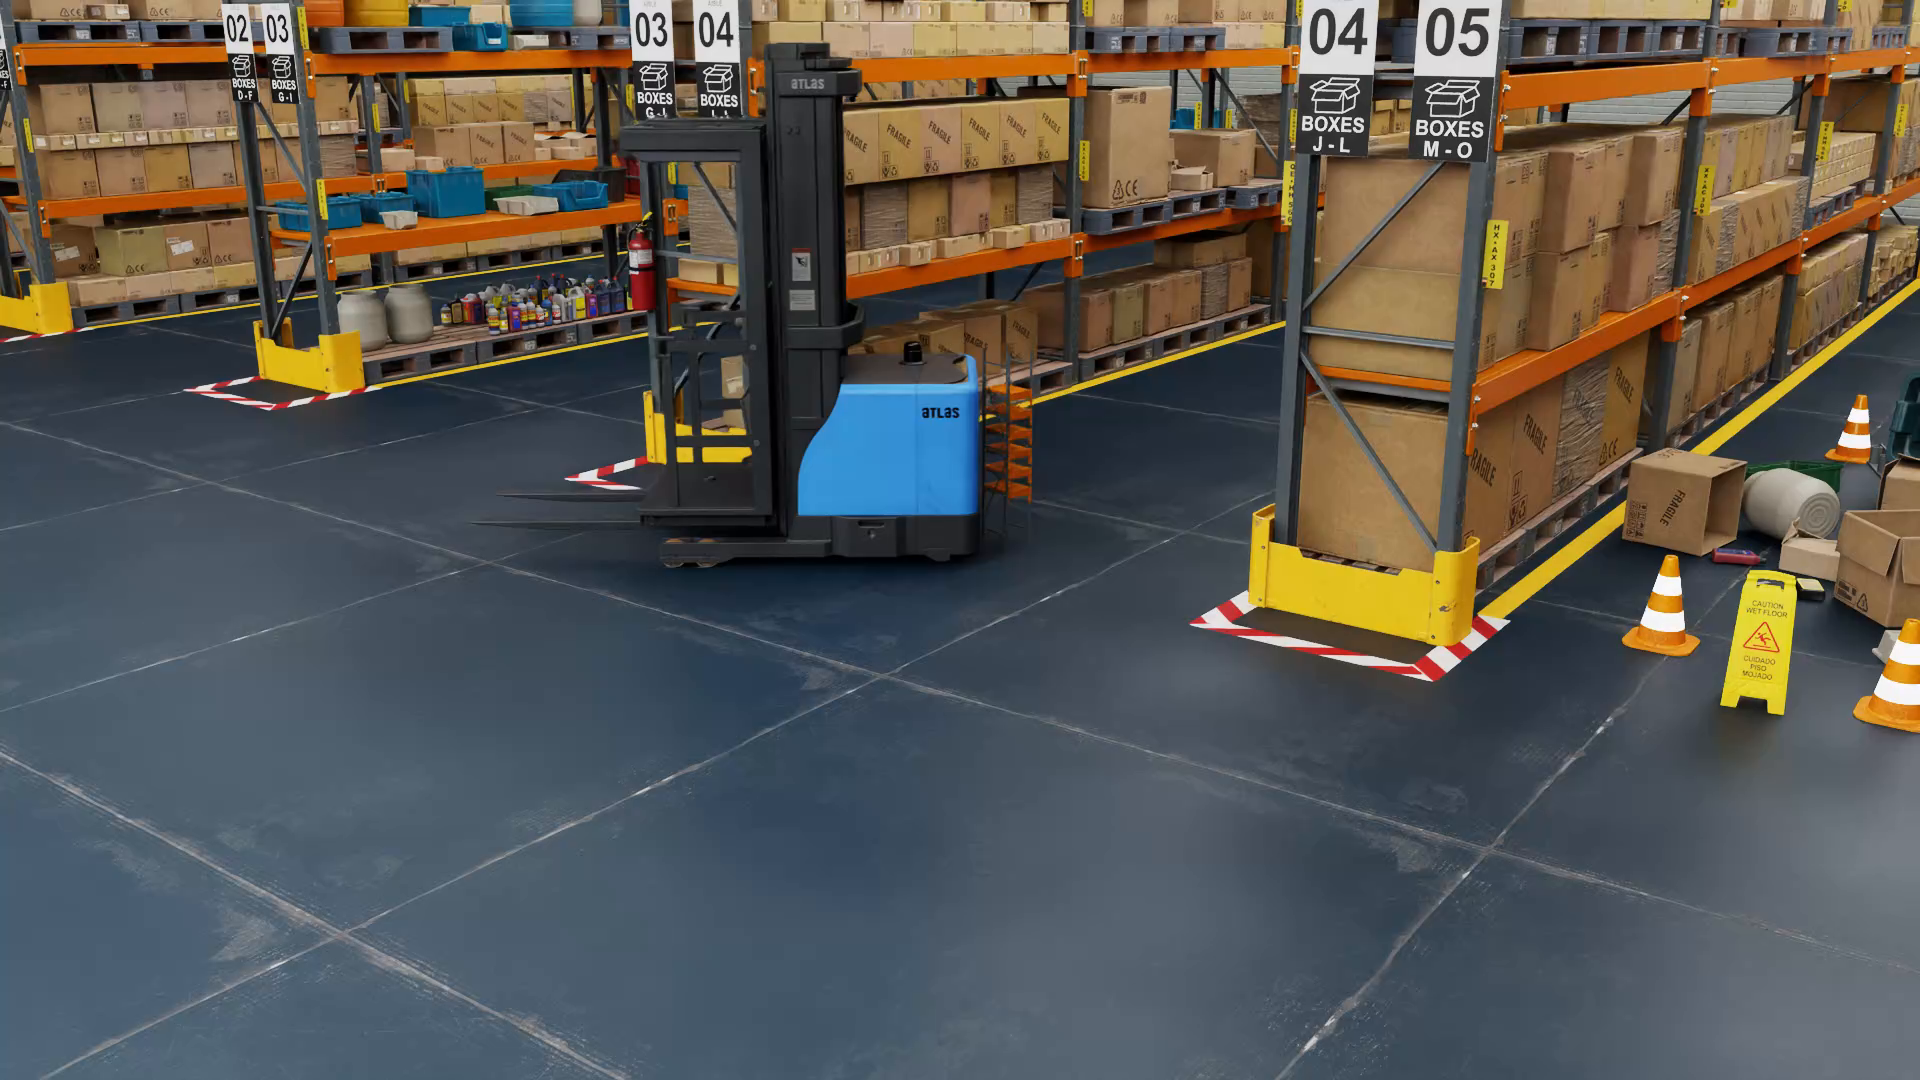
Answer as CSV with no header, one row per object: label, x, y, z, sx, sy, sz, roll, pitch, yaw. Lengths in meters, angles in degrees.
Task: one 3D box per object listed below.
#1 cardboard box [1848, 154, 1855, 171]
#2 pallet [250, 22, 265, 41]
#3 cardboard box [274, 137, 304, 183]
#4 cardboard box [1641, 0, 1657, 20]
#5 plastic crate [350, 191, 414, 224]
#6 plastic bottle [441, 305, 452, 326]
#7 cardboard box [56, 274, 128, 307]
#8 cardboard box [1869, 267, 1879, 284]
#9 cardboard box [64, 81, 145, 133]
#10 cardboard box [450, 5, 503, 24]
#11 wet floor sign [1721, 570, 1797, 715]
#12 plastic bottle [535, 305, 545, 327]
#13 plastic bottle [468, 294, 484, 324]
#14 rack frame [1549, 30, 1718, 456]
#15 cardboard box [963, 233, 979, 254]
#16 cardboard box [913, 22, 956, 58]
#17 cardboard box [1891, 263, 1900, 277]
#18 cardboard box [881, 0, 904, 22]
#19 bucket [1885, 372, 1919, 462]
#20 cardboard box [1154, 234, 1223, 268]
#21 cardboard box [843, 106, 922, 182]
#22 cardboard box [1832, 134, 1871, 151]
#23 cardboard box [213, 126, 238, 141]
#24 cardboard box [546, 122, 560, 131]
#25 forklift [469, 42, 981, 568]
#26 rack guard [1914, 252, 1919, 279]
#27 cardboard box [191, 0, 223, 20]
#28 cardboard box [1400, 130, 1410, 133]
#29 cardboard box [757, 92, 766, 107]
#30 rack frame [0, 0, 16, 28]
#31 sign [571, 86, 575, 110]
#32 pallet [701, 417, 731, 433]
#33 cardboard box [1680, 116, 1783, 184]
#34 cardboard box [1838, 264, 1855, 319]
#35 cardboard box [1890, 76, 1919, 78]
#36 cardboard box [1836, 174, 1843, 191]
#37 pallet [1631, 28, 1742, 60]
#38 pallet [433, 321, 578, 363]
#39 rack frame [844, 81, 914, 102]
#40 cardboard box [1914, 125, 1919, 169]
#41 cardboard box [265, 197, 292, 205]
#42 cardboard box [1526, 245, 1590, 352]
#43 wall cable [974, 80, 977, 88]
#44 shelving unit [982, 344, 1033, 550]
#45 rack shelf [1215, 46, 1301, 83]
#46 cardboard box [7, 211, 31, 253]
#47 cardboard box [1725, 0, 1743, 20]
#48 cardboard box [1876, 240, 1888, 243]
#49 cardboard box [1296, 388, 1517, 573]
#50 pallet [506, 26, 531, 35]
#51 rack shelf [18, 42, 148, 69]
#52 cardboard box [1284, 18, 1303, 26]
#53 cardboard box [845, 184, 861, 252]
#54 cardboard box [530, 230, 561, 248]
cardboard box,8.595,-3.732,16.417,0.380,0.149,0.250,11,20,32
pallet,-7.836,-5.817,19.010,1.003,0.211,1.213,12,21,35
cardboard box,-7.917,-4.449,19.343,0.700,0.500,0.500,12,21,34
cardboard box,3.811,-3.097,9.647,0.380,0.149,0.250,12,21,34
plastic crate,-5.306,-3.060,15.292,0.499,0.251,0.408,12,21,35
plastic bottle,-5.014,-2.194,16.229,0.097,0.201,0.097,0,17,0
cardboard box,-9.233,-2.658,17.673,0.500,0.250,0.500,12,21,35
cardboard box,9.768,-2.899,18.119,0.380,0.149,0.250,14,22,37
cardboard box,-9.103,-4.597,17.633,0.700,0.500,0.500,12,21,33
cardboard box,-6.160,-6.641,21.057,0.500,0.250,0.500,10,20,30
wet floor sign,3.718,0.451,7.703,0.267,0.644,0.232,8,19,25
plastic bottle,-4.102,-2.185,16.199,0.097,0.201,0.097,0,17,0
plastic bottle,-4.756,-2.270,16.334,0.061,0.283,0.133,12,21,35
rack frame,4.528,-1.983,11.570,1.000,3.000,0.127,12,21,35
cardboard box,-0.071,-2.371,13.245,0.380,0.149,0.250,12,21,35
cardboard box,-0.377,-3.727,12.381,0.500,0.250,0.500,13,22,36
cardboard box,10.817,-3.196,19.578,0.380,0.149,0.250,13,21,36
cardboard box,-0.626,-3.810,11.979,0.380,0.149,0.250,11,21,32
bucket,6.299,-0.705,10.414,0.620,0.611,0.726,0,14,-35
cardboard box,2.306,-2.917,16.789,0.500,0.250,0.500,16,23,41
cardboard box,-0.631,-2.918,12.226,0.500,0.500,0.500,12,21,35
cardboard box,9.053,-4.059,16.968,0.380,0.149,0.250,12,21,33
cardboard box,-8.252,-4.524,18.490,0.380,0.149,0.250,13,22,36
cardboard box,-6.968,-6.982,28.060,0.380,0.149,0.250,12,21,35
forklift,-1.397,-1.396,9.796,3.031,2.935,1.130,0,17,-1
rack guard,11.633,-3.629,21.087,1.175,0.500,0.348,12,21,35
cardboard box,-8.431,-6.014,18.376,0.797,0.503,0.637,15,23,41
cardboard box,5.313,-4.677,20.077,0.500,0.500,0.500,12,21,35
cardboard box,-3.044,-6.715,25.933,0.700,0.500,0.500,5,18,16
rack frame,-9.732,-6.547,16.153,1.000,3.000,0.127,12,21,35
sign,-5.406,-6.196,23.320,0.100,0.325,0.005,12,21,35
pallet,-1.220,-0.804,12.477,1.003,0.211,1.213,12,21,35
cardboard box,6.336,-3.235,13.748,0.700,0.500,0.500,12,21,34
cardboard box,8.751,-2.552,16.910,0.500,0.500,0.500,12,21,33
cardboard box,11.001,-5.109,19.282,0.500,0.500,0.500,14,22,37
cardboard box,8.285,-3.465,16.059,0.380,0.149,0.250,12,21,33
pallet,5.035,-3.551,11.885,0.805,0.209,1.217,11,21,33
pallet,-4.533,-1.982,16.271,1.003,0.211,1.213,12,21,35
rack frame,-0.989,-4.711,20.357,1.000,3.000,0.127,12,21,35
cardboard box,10.707,-4.517,19.061,0.500,0.500,0.500,14,22,37
cardboard box,-10.300,-4.950,24.599,0.700,0.500,0.500,13,21,35
cardboard box,3.075,-1.444,9.583,0.875,0.550,0.550,12,21,35
wall cable,-0.522,-11.033,35.835,3.097,2.526,0.112,12,21,35
shelving unit,0.283,-0.558,10.018,0.189,1.200,0.258,-14,22,-37
rack shelf,4.180,-5.401,18.734,1.077,0.370,4.000,12,21,35
cardboard box,-12.411,-4.023,21.615,0.700,0.500,0.500,11,20,31
cardboard box,5.346,-3.747,11.740,0.250,0.149,0.380,12,21,35
cardboard box,10.440,-3.373,19.142,0.380,0.149,0.250,11,21,32
cardboard box,2.496,-0.389,9.313,0.875,0.875,0.875,13,21,35
pallet,-5.961,-6.485,21.331,1.003,0.211,1.213,14,22,37
rack shelf,-12.521,-6.122,21.054,1.077,0.370,4.000,12,21,35
cardboard box,3.294,-5.676,17.525,0.797,0.503,0.637,14,22,38
cardboard box,-1.227,-2.387,12.202,0.875,0.500,0.500,12,21,35
cardboard box,-5.689,-4.064,22.200,0.500,0.250,0.500,13,21,36
